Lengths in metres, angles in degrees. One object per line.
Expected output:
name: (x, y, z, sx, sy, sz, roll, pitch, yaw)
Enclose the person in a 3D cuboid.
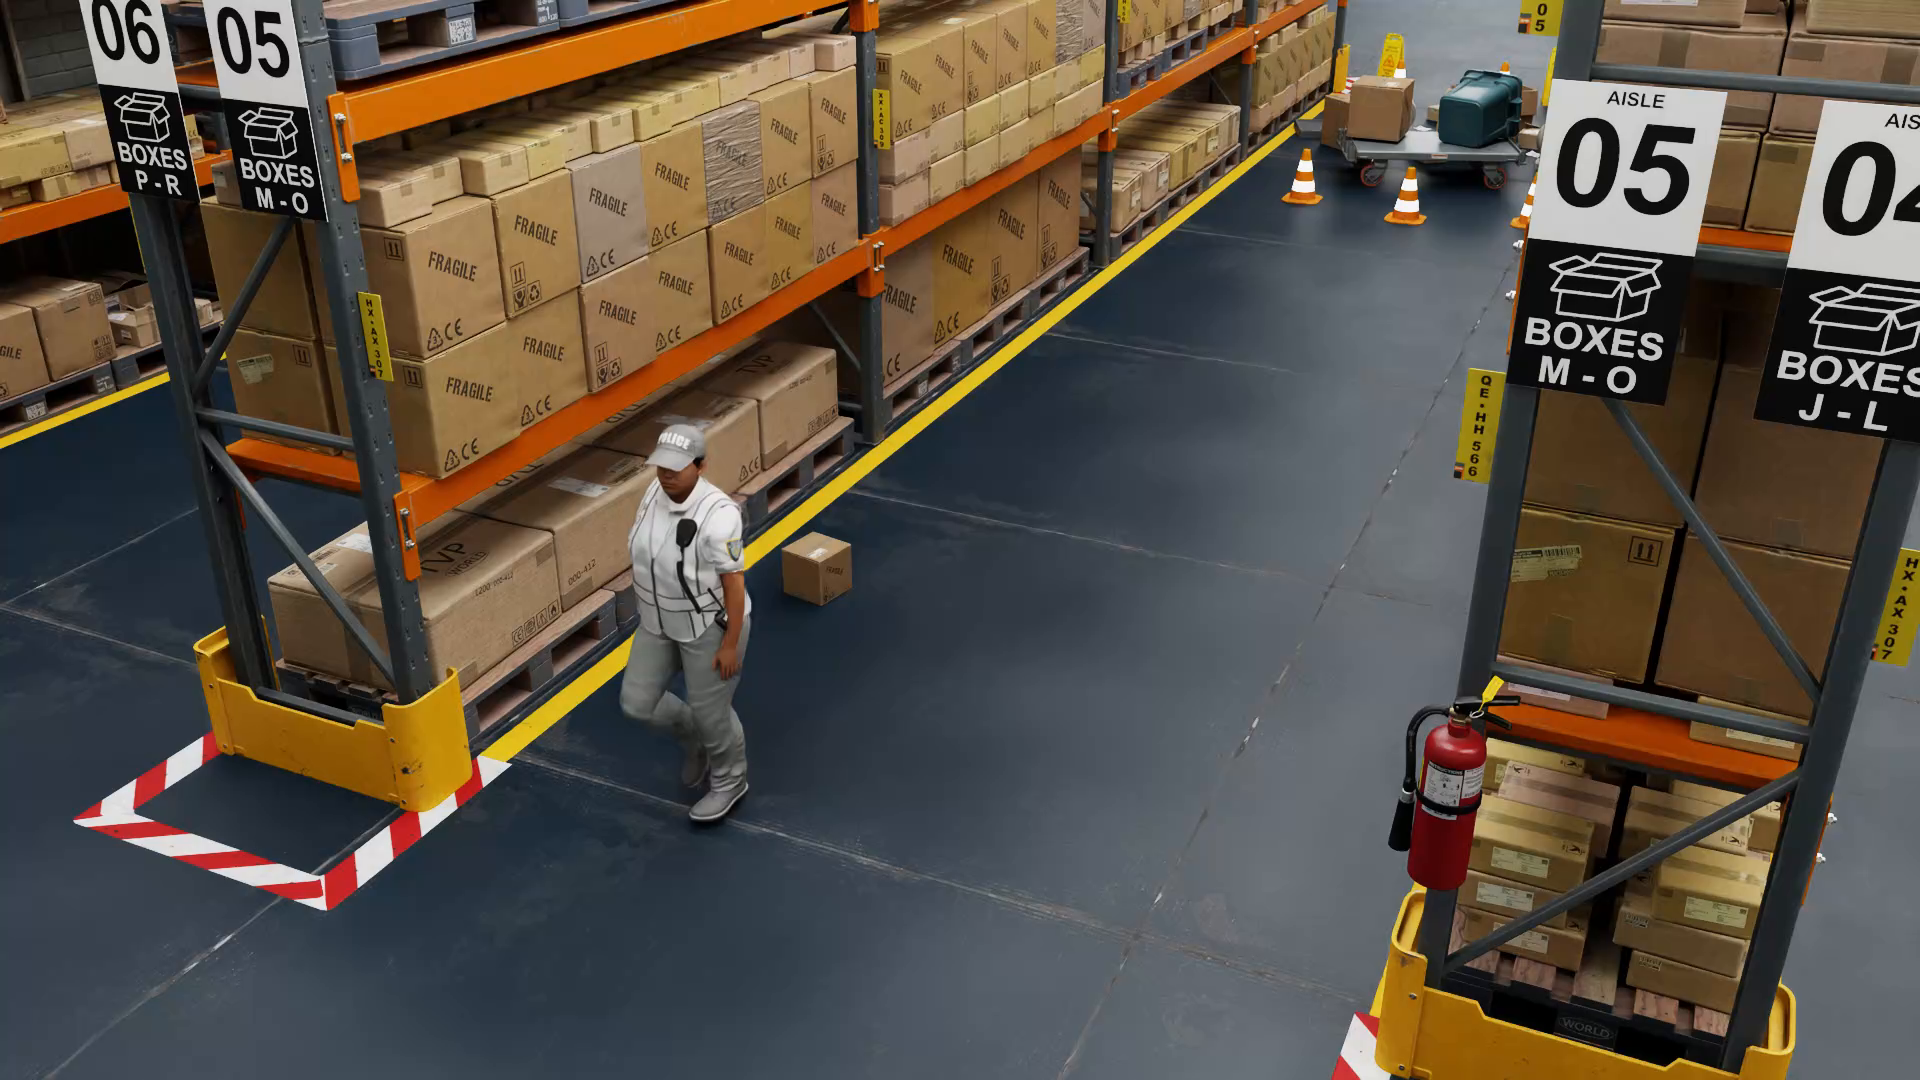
person: (-1.046, 0.334, 6.387, 0.535, 1.665, 0.453, 16, 31, 30)
